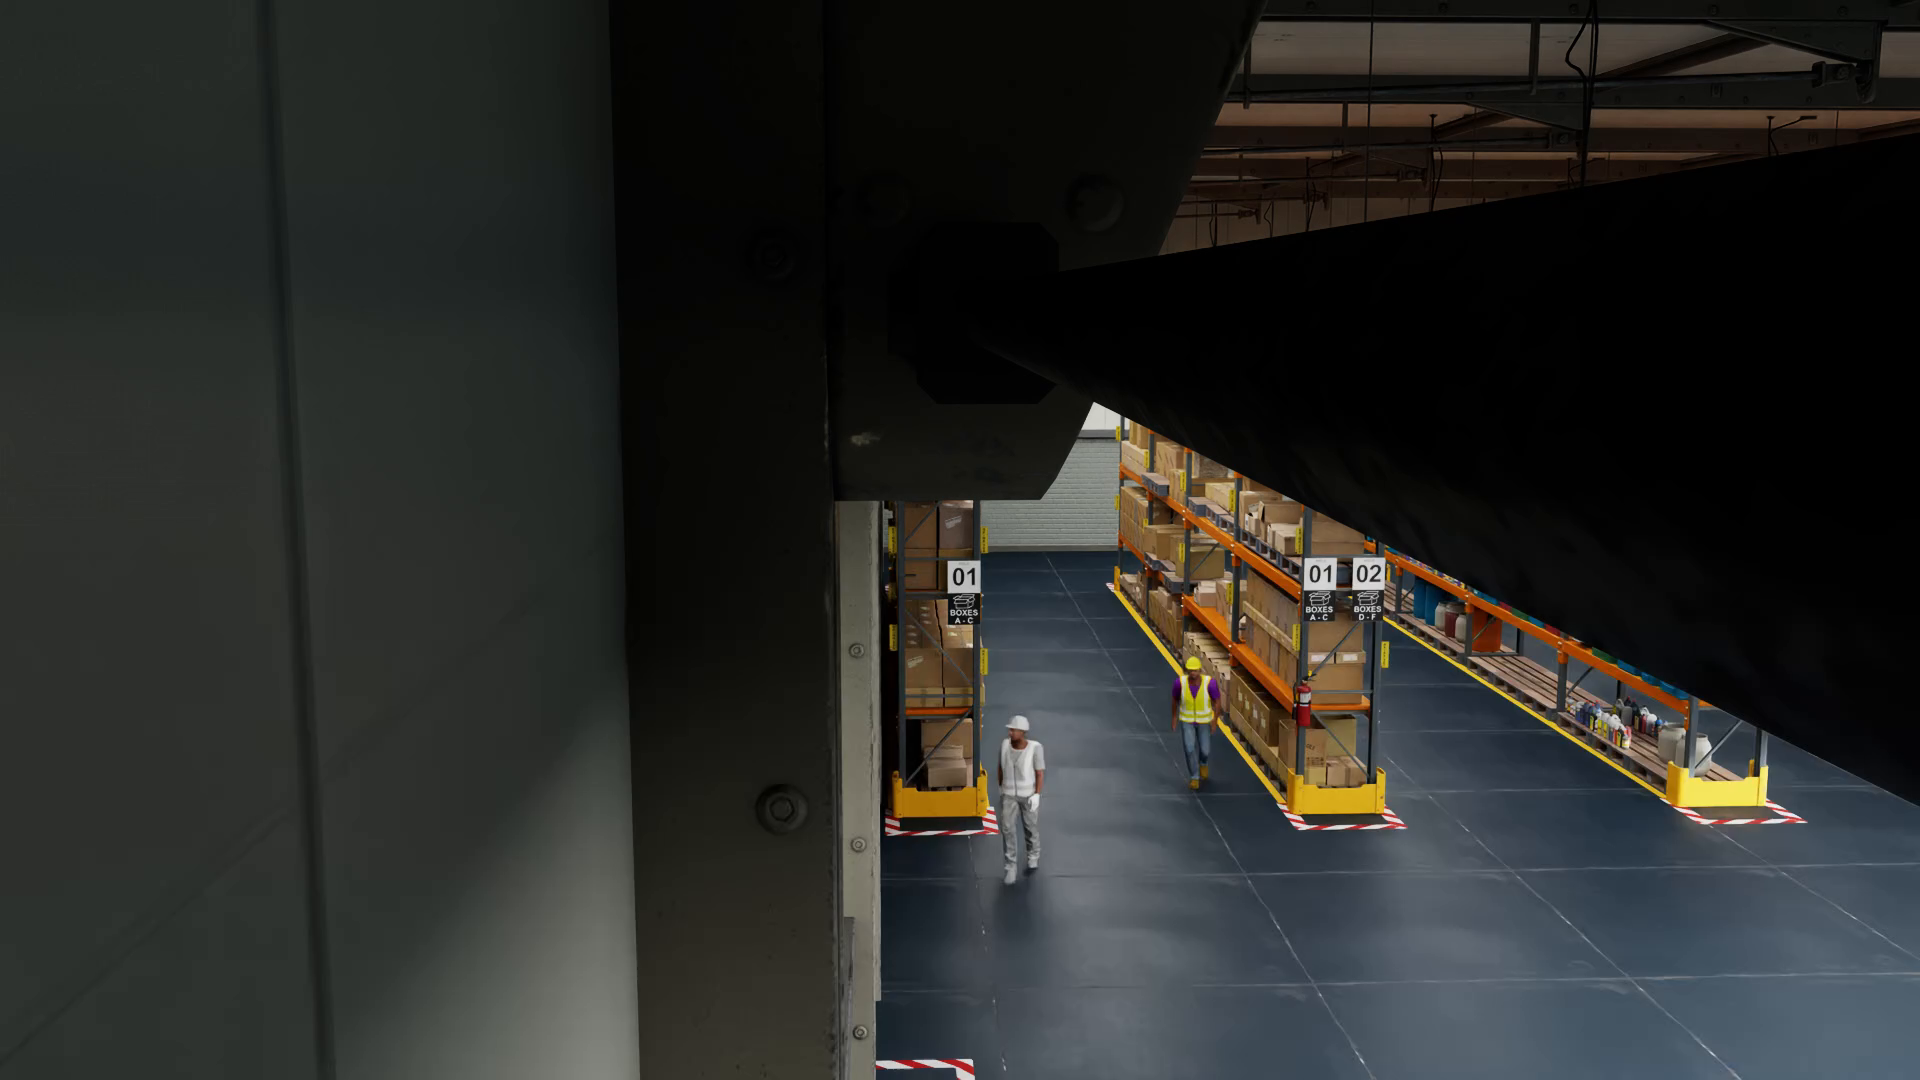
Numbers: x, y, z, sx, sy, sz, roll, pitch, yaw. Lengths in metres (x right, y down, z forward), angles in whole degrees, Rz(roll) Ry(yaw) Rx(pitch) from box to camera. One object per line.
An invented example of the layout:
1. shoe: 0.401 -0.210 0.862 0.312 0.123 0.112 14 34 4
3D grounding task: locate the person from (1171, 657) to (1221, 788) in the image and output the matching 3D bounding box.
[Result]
1. person: 3.085 2.356 21.756 0.636 1.740 0.635 2 8 11

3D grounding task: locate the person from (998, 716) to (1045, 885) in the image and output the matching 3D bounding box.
1. person: 0.649 2.844 18.347 0.582 1.823 0.758 3 9 20
